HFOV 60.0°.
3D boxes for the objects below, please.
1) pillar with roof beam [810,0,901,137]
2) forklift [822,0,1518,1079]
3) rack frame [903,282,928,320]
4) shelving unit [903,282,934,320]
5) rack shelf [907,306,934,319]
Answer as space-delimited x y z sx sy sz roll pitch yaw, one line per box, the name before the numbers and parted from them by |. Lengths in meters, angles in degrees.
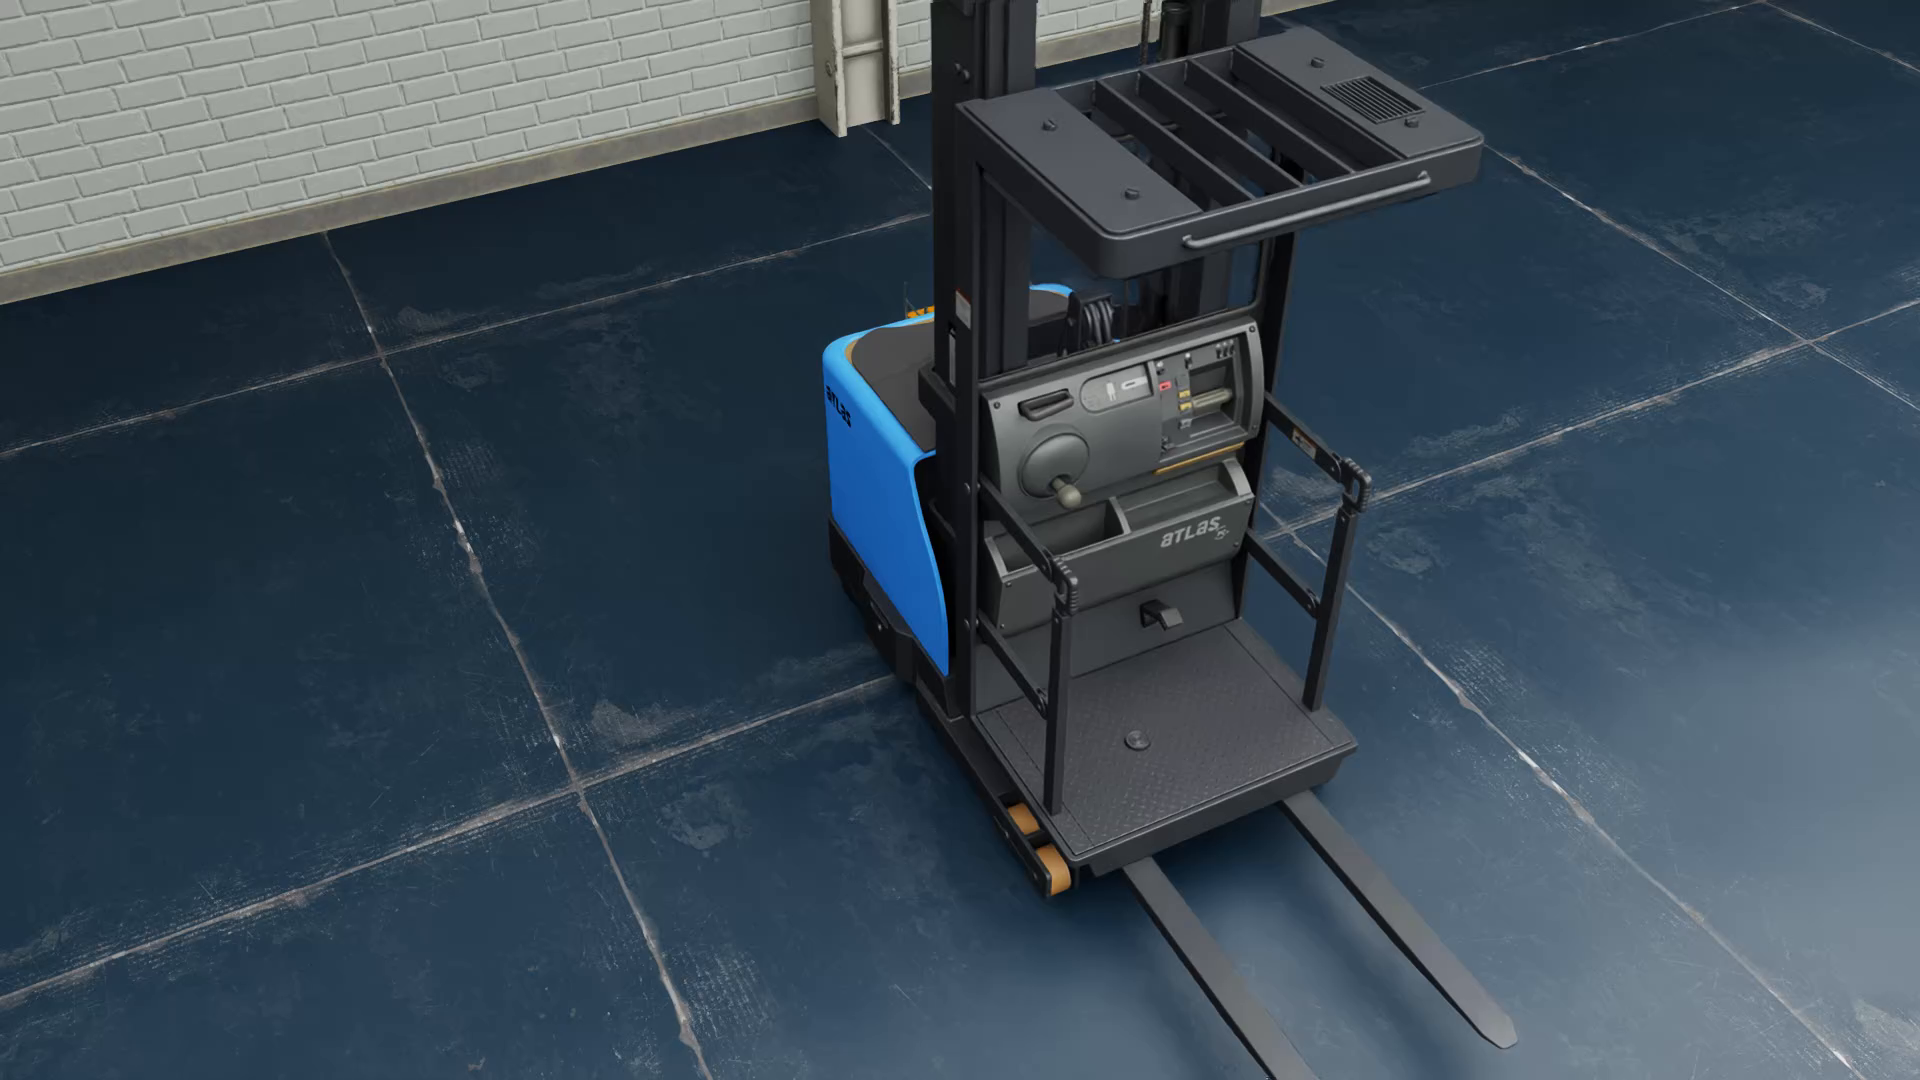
pillar with roof beam | 1.401 -3.404 3.806 0.400 9.000 9.100 -19 44 -21
forklift | 0.607 -0.300 4.835 1.130 2.935 3.031 -18 43 -20
rack frame | -0.167 -0.515 6.546 0.008 1.050 0.200 -18 43 -20
shelving unit | -0.058 -0.551 6.588 0.252 1.050 0.215 -18 43 -20
rack shelf | -0.058 -0.759 6.412 0.240 0.259 0.215 -18 43 -20
